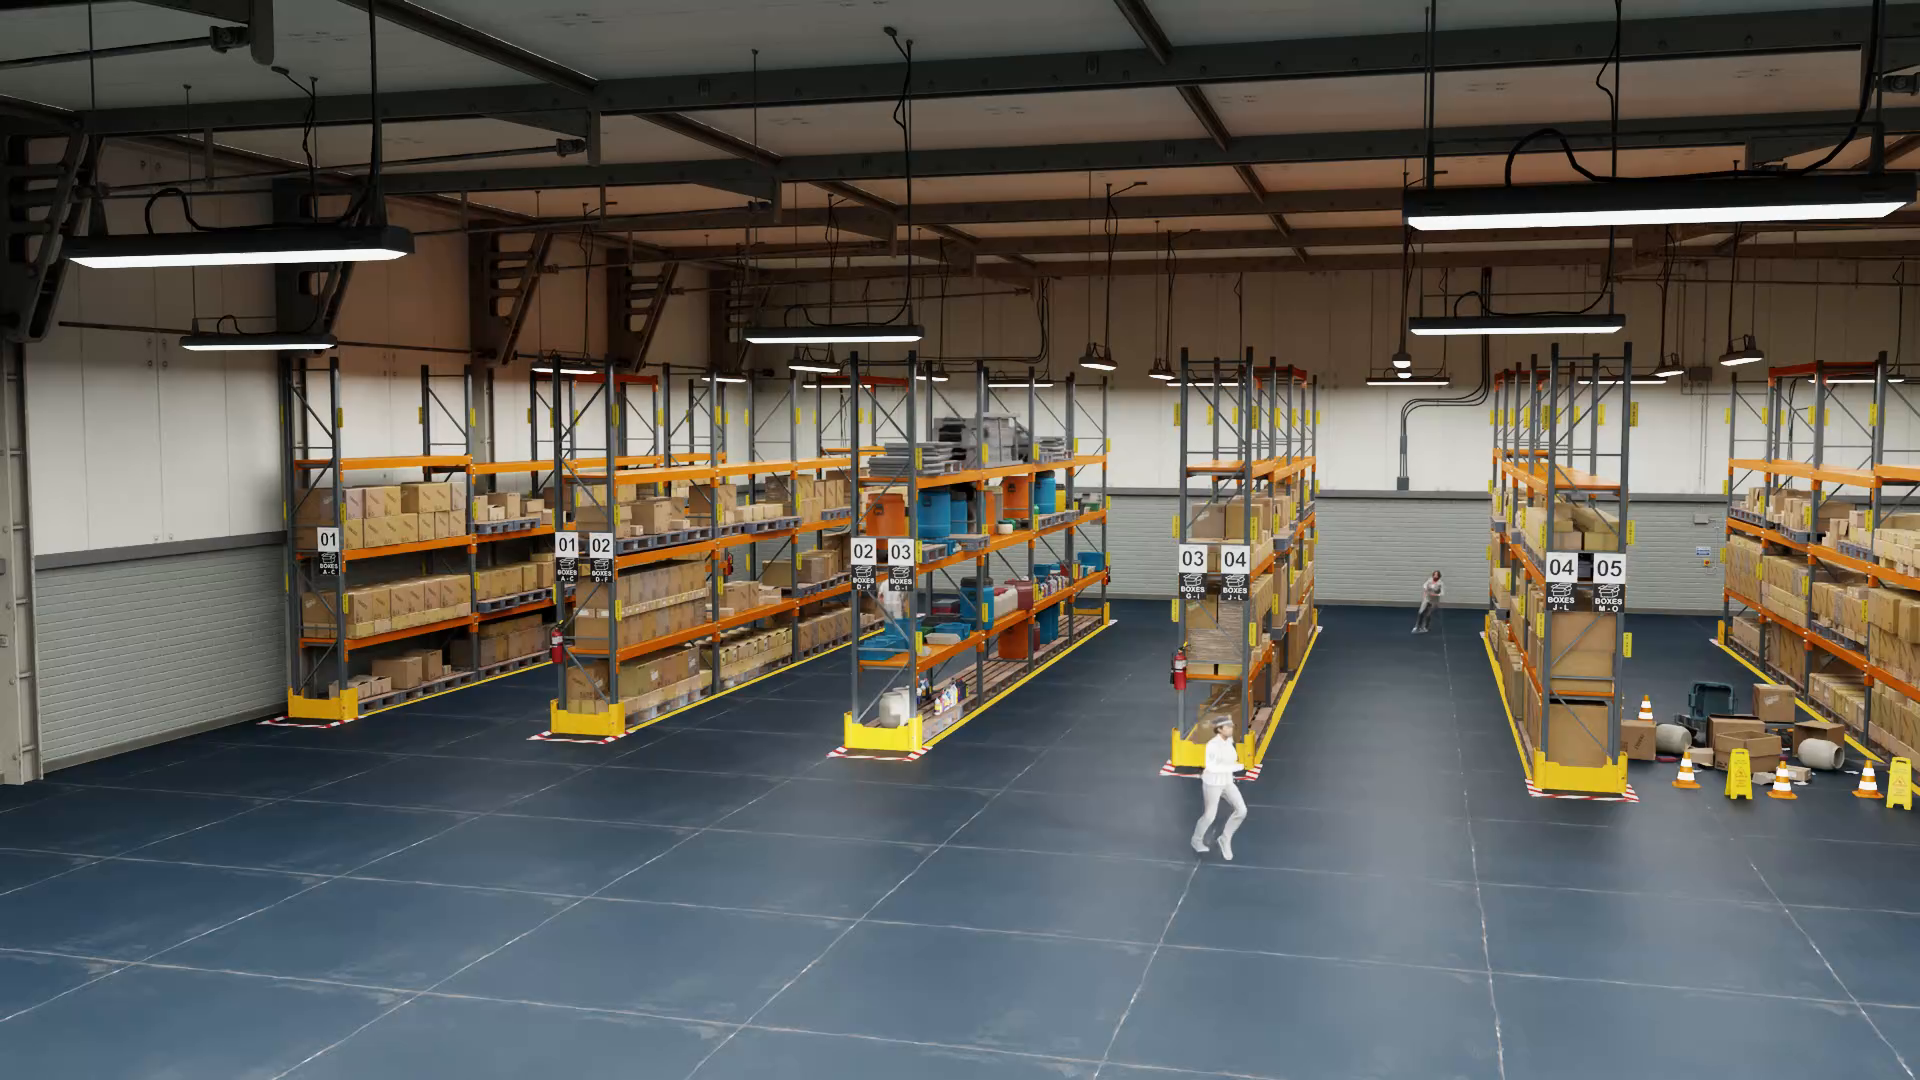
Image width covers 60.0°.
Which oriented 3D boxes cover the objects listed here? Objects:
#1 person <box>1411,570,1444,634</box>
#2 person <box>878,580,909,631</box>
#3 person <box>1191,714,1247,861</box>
[{"bbox_3d":[10.828,1.421,38.350,0.717,1.509,0.638,3,5,35],"label":"person"},{"bbox_3d":[-1.335,1.388,33.591,0.678,1.720,0.917,1,4,8],"label":"person"},{"bbox_3d":[2.933,2.777,18.828,0.641,1.680,0.789,-4,6,-43],"label":"person"}]
